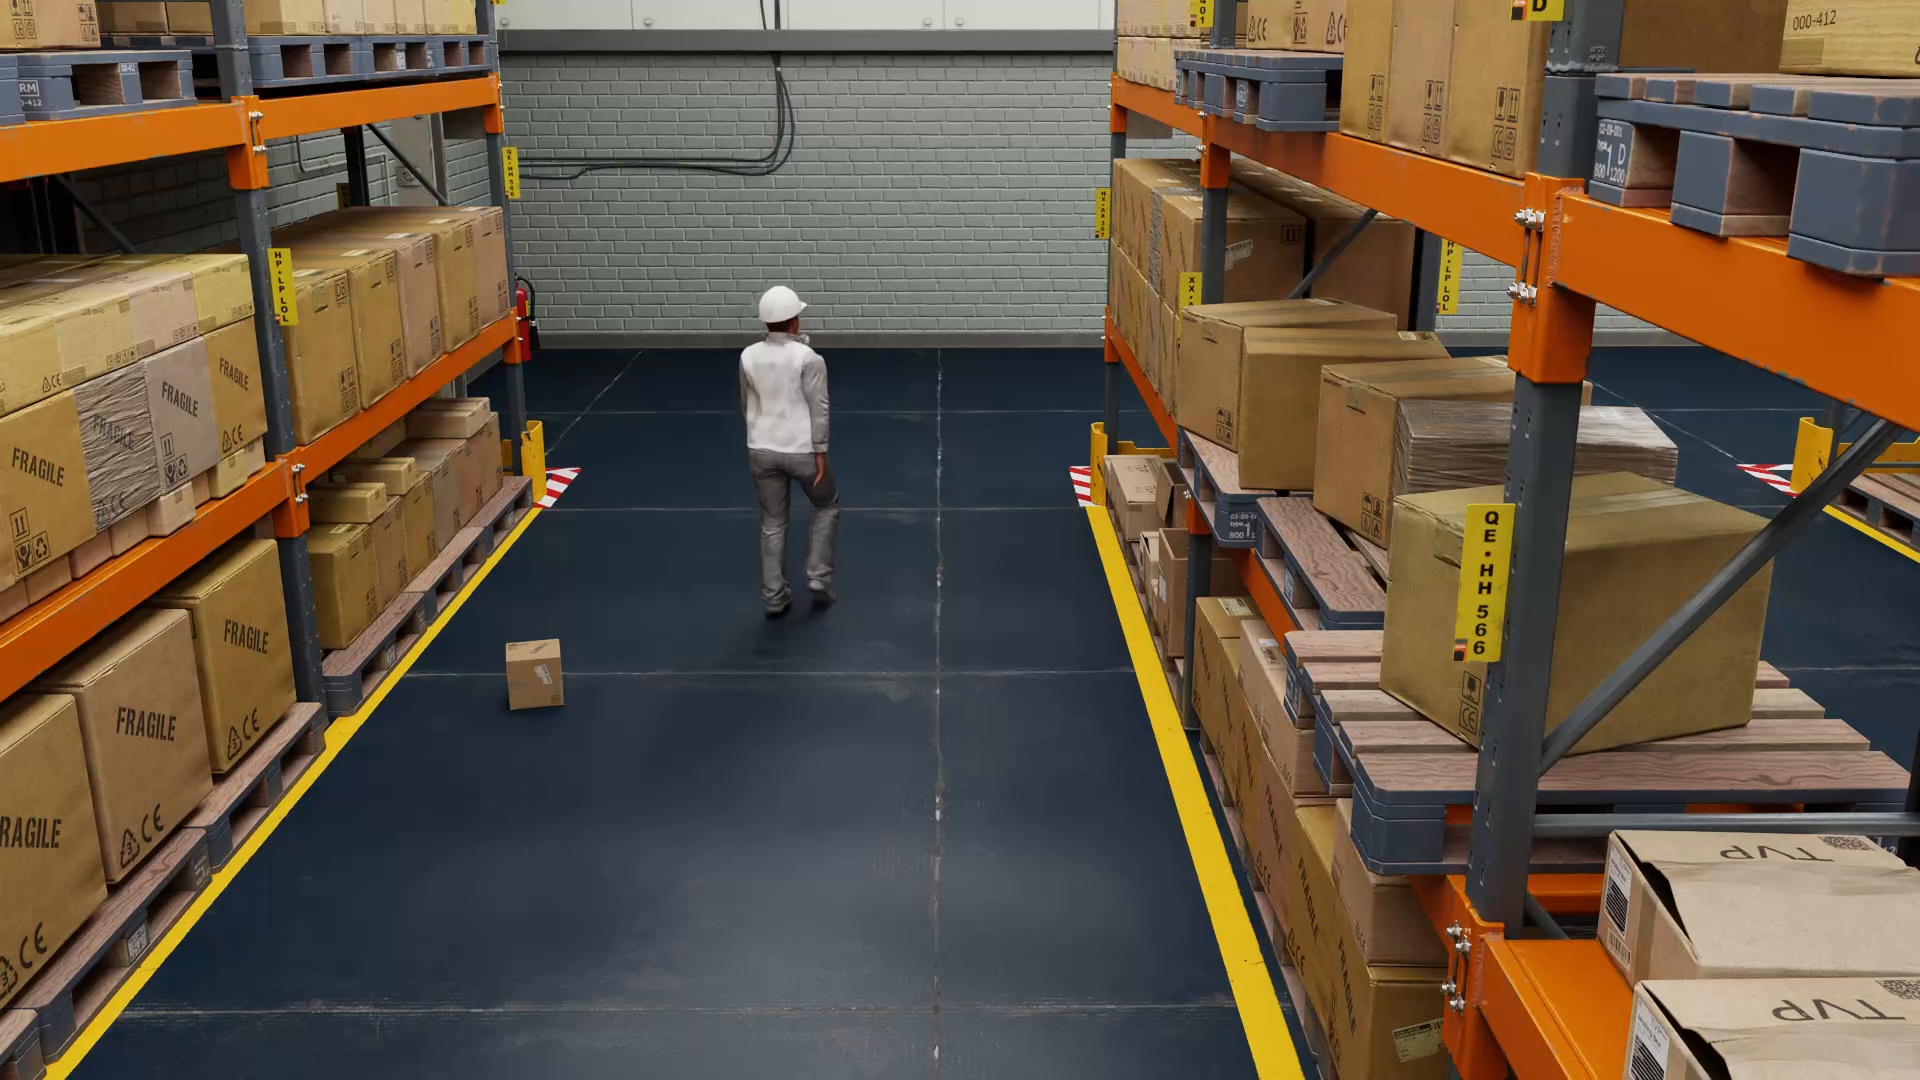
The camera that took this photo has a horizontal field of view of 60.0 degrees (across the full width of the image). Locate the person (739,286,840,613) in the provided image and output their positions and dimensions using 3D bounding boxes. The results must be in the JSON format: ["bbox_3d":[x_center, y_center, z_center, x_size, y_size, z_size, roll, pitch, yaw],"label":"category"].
[{"bbox_3d":[-0.934,-0.469,9.062,0.549,1.831,0.537,5,18,15],"label":"person"}]
